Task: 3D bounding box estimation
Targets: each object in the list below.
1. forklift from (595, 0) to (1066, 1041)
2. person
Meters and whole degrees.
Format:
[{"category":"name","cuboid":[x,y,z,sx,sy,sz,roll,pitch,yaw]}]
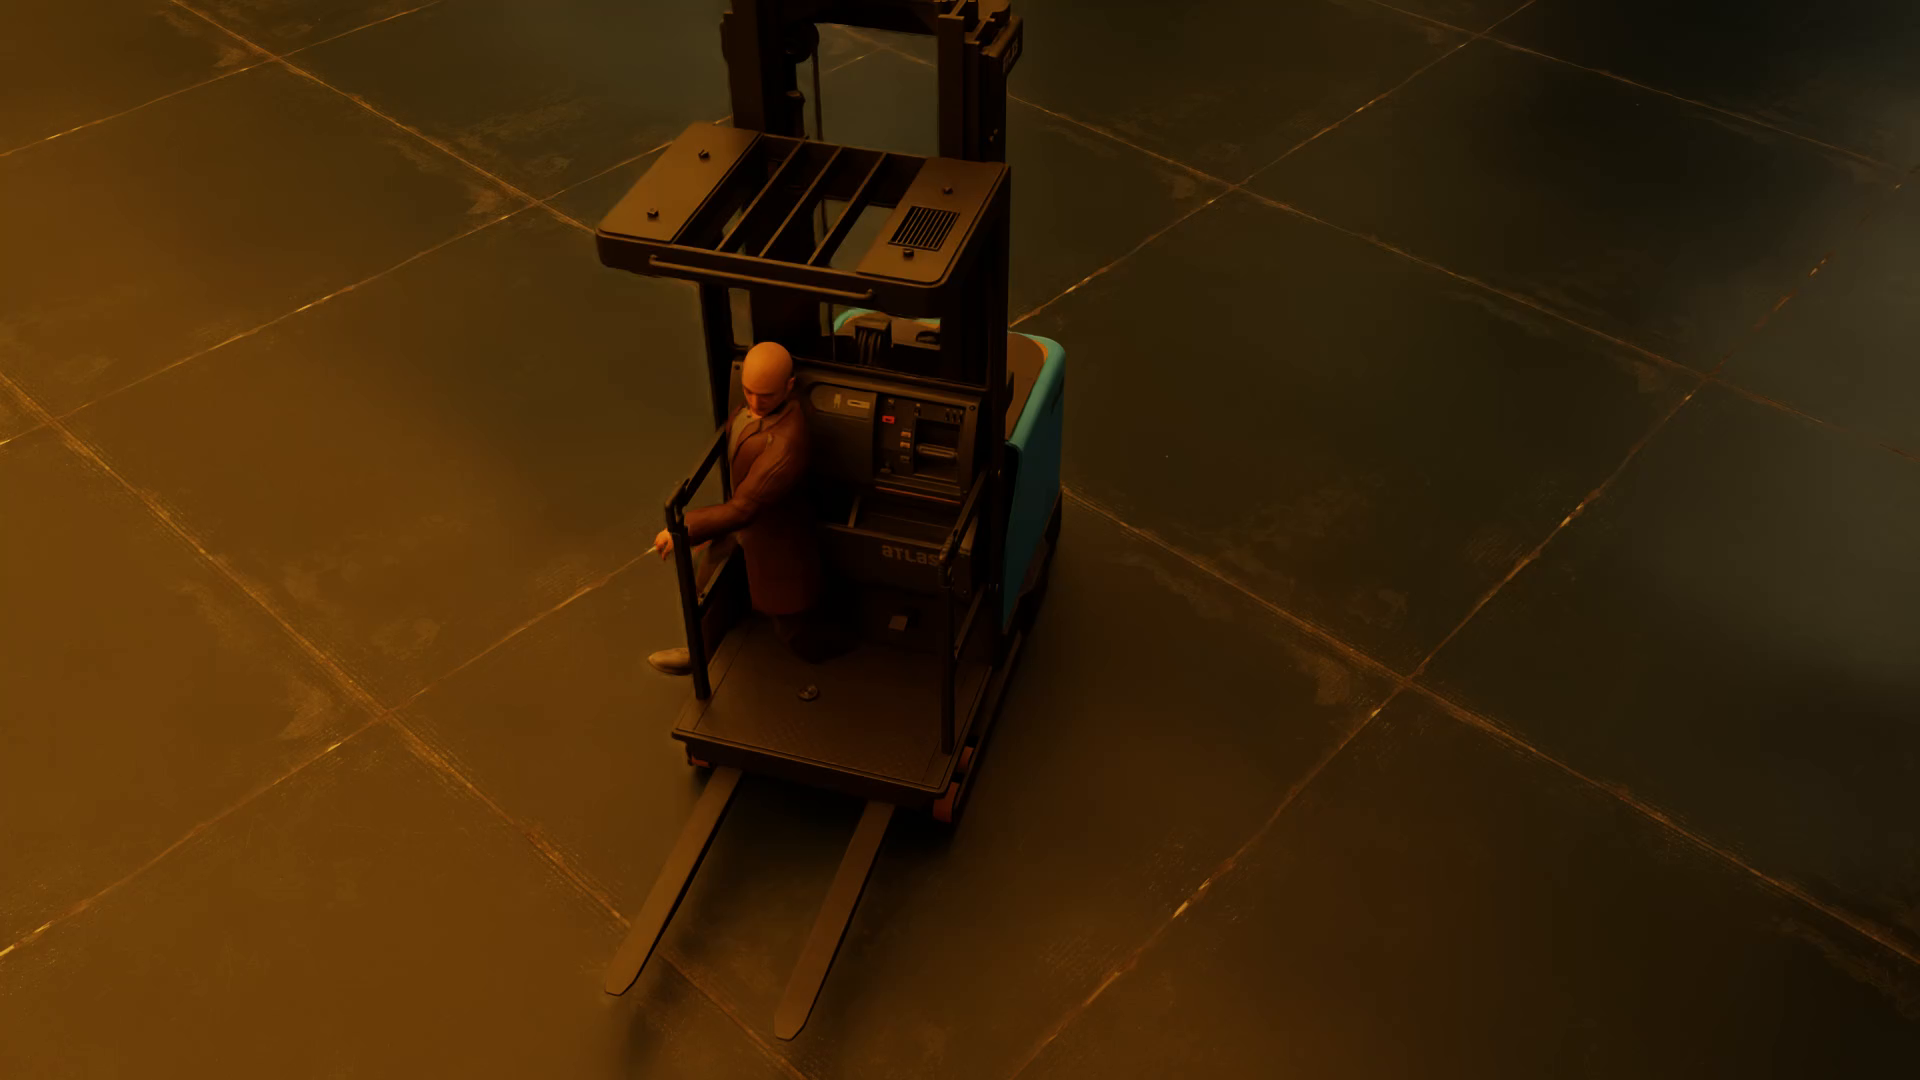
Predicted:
[{"category":"forklift","cuboid":[-0.445,-0.314,5.794,1.130,2.935,3.031,11,42,12]},{"category":"person","cuboid":[-0.786,-0.061,6.392,0.921,1.747,0.744,-17,44,-19]}]
